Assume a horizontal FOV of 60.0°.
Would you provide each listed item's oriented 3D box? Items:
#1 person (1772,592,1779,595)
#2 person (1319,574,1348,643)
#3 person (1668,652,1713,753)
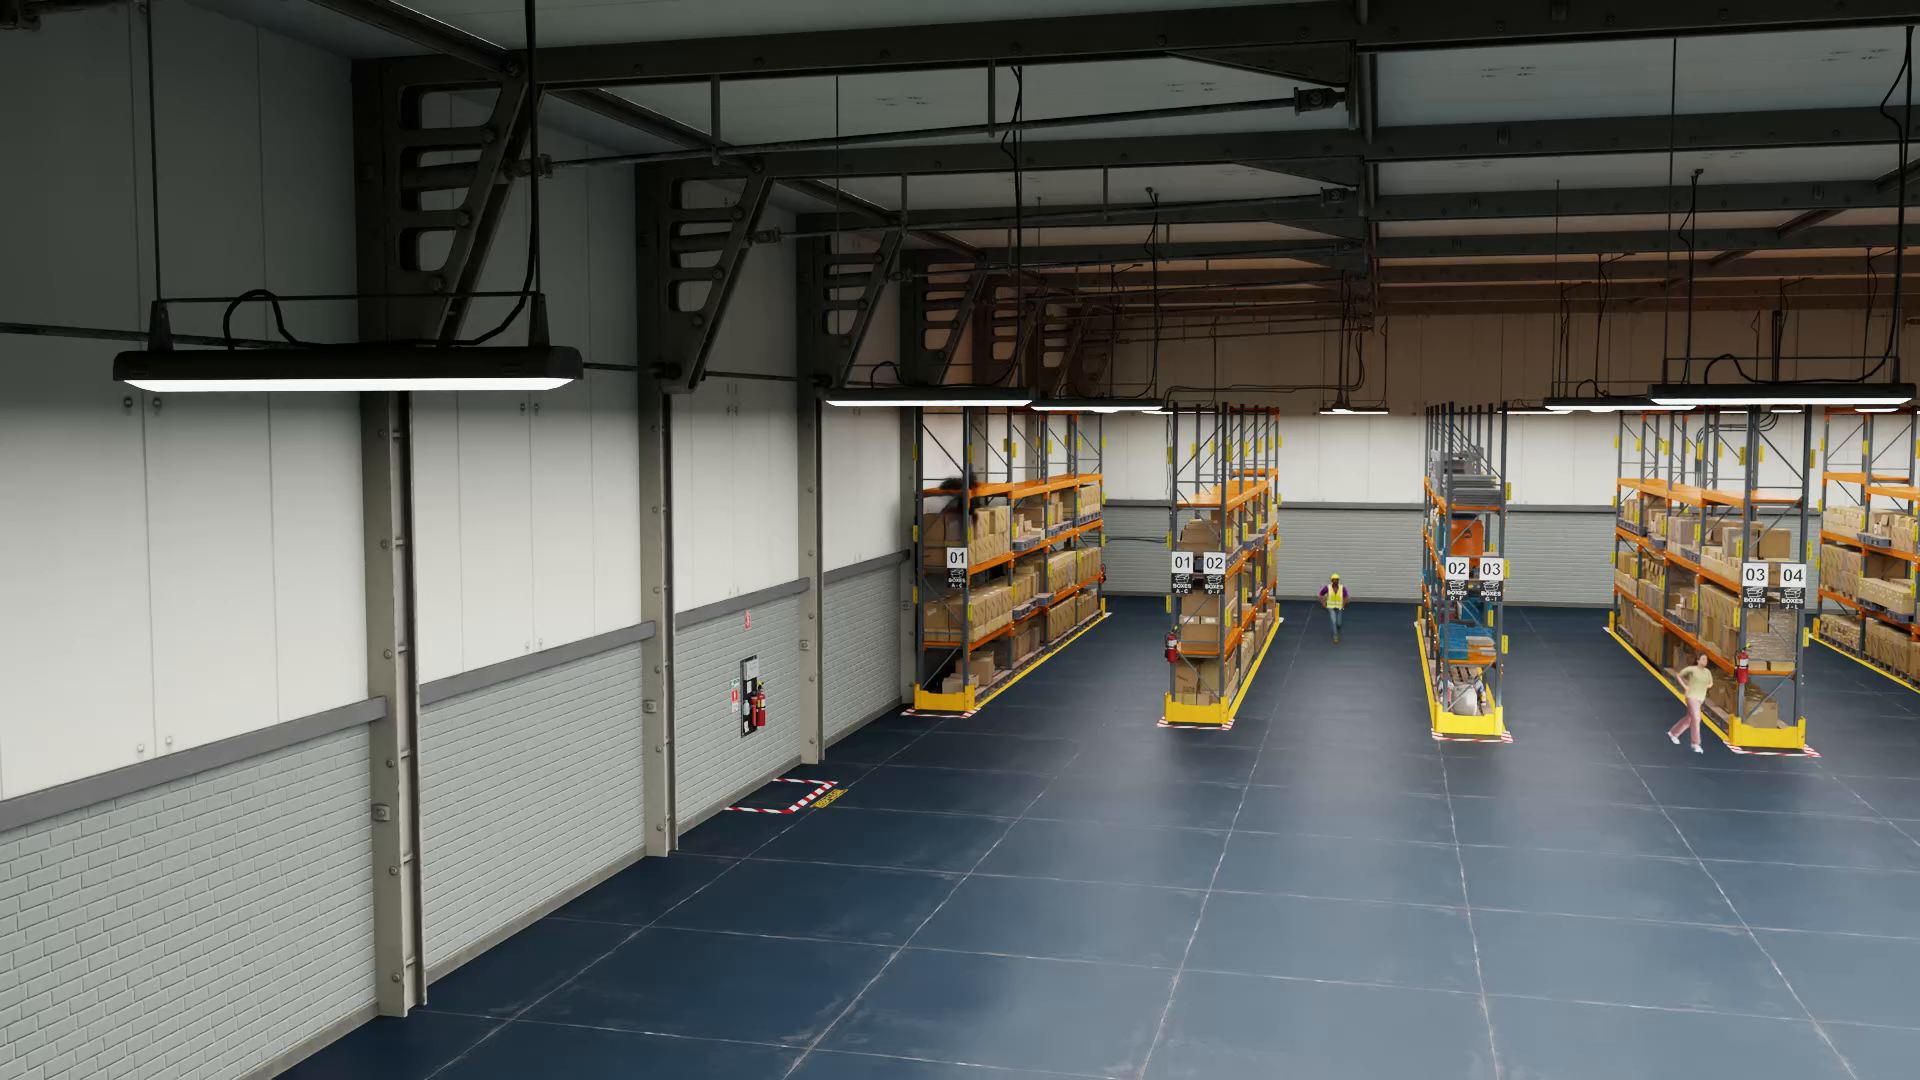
[{"bbox_3d":[21.015,1.700,43.368,0.717,1.643,0.642,-4,6,-40],"label":"person"},{"bbox_3d":[9.517,1.736,42.306,0.732,1.737,0.810,0,4,3],"label":"person"},{"bbox_3d":[12.732,2.779,28.798,0.580,1.702,0.848,-2,5,-20],"label":"person"}]
